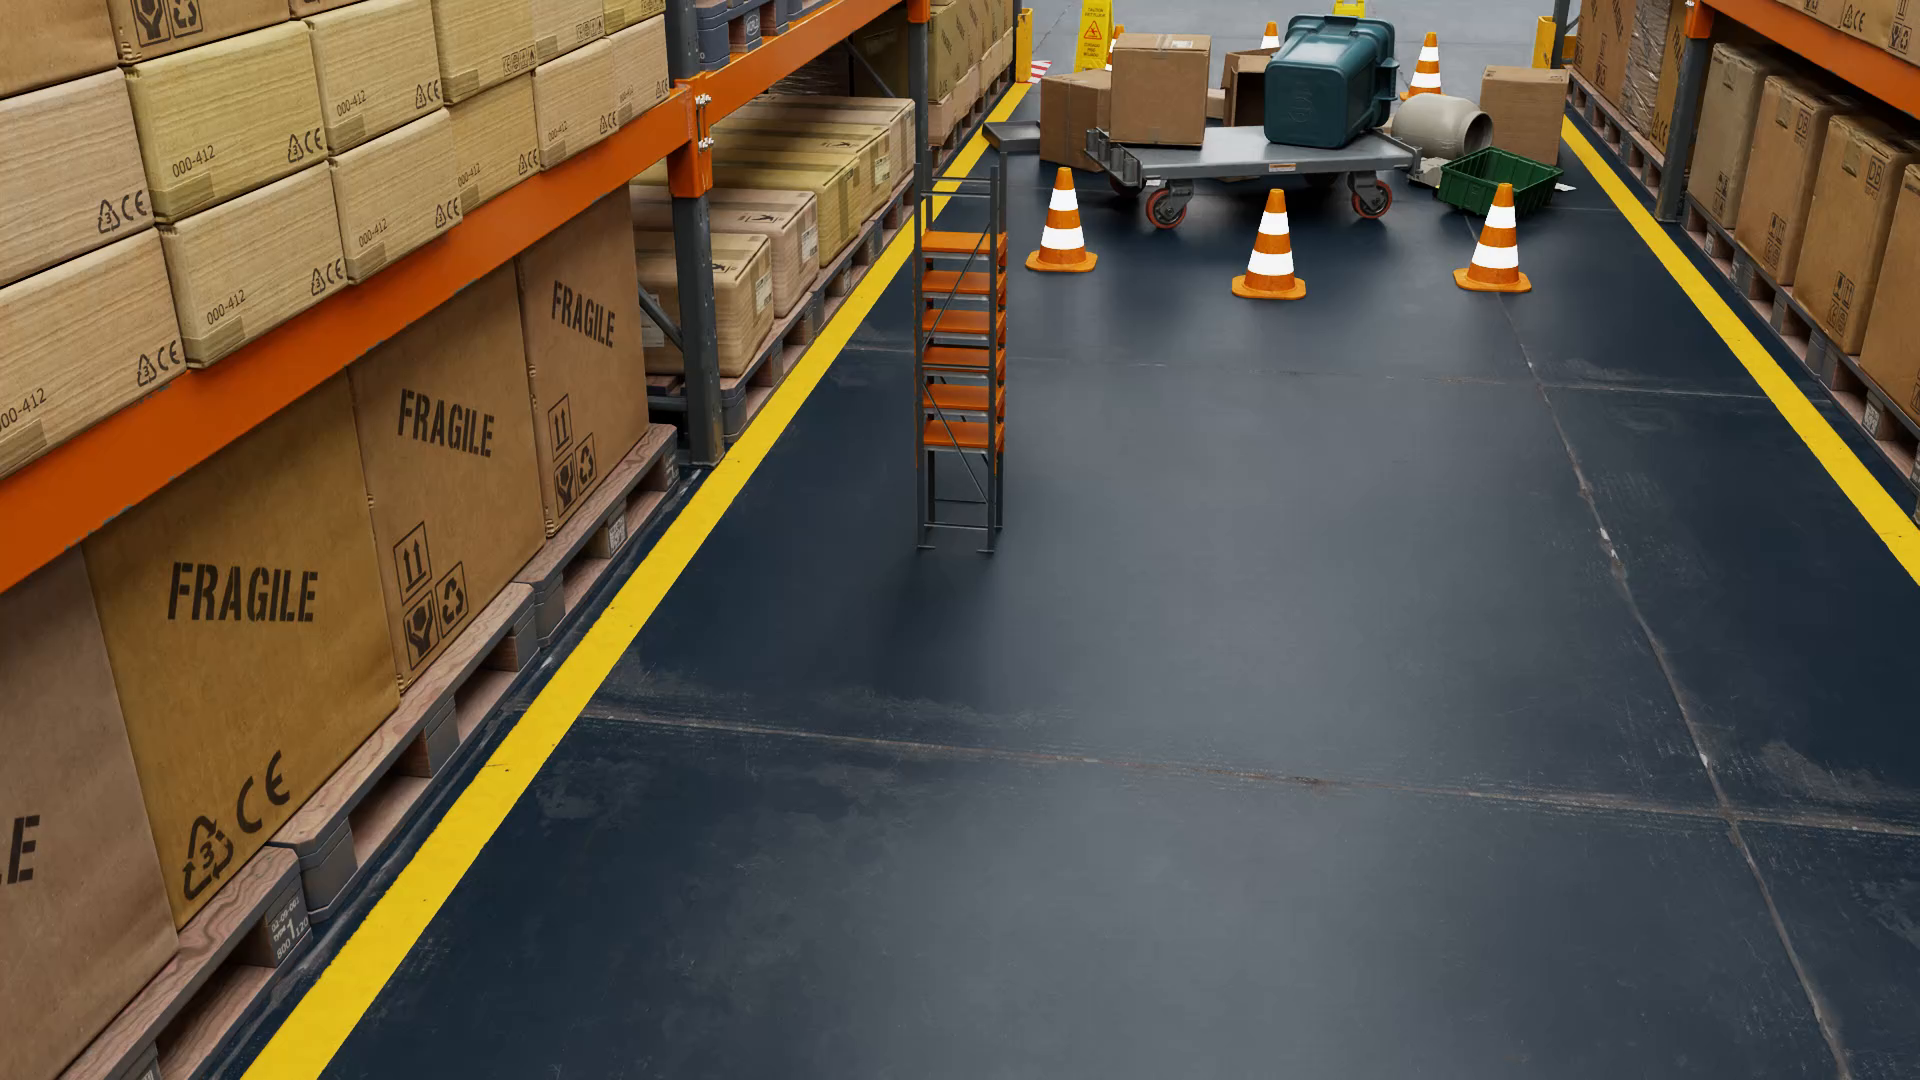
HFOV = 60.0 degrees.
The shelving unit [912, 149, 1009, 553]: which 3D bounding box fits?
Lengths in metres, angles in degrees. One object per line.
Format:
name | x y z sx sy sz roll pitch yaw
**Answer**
shelving unit | 0.002 -0.549 5.009 0.258 1.200 0.189 4 25 9

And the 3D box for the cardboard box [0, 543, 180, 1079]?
cardboard box | -1.965 0.517 2.618 0.875 0.875 0.875 5 26 10

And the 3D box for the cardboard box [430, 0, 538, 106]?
cardboard box | -1.305 -1.171 3.801 0.500 0.250 0.500 3 25 7

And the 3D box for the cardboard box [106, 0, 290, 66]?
cardboard box | -1.491 -1.077 2.715 0.500 0.500 0.500 3 25 7

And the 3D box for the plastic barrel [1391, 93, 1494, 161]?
plastic barrel | 2.892 -2.449 9.983 0.421 0.421 0.512 -20 32 -36

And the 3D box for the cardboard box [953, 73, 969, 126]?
cardboard box | -0.241 -2.733 10.299 0.500 0.250 0.500 5 26 11

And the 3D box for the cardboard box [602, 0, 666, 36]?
cardboard box | -1.162 -1.601 4.720 0.500 0.250 0.500 4 25 8

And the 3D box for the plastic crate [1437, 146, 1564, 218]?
plastic crate | 2.956 -1.951 9.130 0.450 0.188 0.662 29 36 30

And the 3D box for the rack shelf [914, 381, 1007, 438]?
rack shelf | 0.002 -0.401 5.078 0.258 0.103 0.180 4 25 9

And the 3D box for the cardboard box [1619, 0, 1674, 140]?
cardboard box | 4.536 -2.899 9.915 0.875 0.875 0.875 4 25 9

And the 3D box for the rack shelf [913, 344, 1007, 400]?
rack shelf | 0.002 -0.509 5.027 0.258 0.103 0.180 4 25 9

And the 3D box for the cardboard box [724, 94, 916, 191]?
cardboard box | -0.763 -2.117 8.838 0.950 0.372 0.625 4 25 9

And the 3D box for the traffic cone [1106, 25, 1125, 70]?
traffic cone | 1.177 -3.591 12.376 0.336 0.463 0.334 4 25 9

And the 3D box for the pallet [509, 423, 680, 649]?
pallet | -1.537 -0.076 5.163 1.003 0.211 1.213 4 25 9

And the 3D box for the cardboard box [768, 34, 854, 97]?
cardboard box | -0.848 -2.887 9.742 0.500 0.500 0.500 4 25 8

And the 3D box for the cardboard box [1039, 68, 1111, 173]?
cardboard box | 0.838 -2.559 10.124 0.500 0.500 0.500 -20 32 -36

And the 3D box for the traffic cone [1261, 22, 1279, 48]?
traffic cone | 2.327 -3.656 12.515 0.336 0.463 0.334 4 25 9

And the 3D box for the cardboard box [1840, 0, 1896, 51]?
cardboard box | 3.540 -2.032 5.936 0.500 0.500 0.500 4 25 8

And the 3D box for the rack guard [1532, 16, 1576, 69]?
rack guard | 4.878 -3.586 12.322 1.175 0.500 0.348 4 25 9

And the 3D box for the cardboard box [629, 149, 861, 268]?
cardboard box | -0.989 -1.525 7.573 0.950 0.372 0.625 5 26 10

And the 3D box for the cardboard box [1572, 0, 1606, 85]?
cardboard box | 4.828 -3.648 11.516 0.875 0.875 0.875 4 25 9

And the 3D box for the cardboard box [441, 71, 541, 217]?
cardboard box | -1.326 -0.941 3.900 0.500 0.250 0.500 4 25 8

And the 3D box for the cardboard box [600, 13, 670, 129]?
cardboard box | -1.160 -1.366 4.806 0.500 0.250 0.500 3 25 7

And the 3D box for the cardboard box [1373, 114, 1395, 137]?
cardboard box | 2.684 -2.644 10.585 0.396 0.266 0.258 8 26 18

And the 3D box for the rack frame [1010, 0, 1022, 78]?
rack frame | -0.026 -5.009 12.413 1.000 3.000 0.127 4 25 9

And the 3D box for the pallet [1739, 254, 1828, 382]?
pallet | 3.972 -0.933 6.994 1.003 0.211 1.213 4 25 9

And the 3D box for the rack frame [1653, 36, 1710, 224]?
rack frame | 4.220 -3.035 8.196 1.000 3.000 0.127 4 25 9

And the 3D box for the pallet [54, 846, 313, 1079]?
pallet | -1.935 0.945 2.982 1.003 0.211 1.213 4 25 9

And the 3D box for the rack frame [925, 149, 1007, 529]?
rack frame | 0.017 -0.588 5.090 0.240 1.200 0.006 4 25 9

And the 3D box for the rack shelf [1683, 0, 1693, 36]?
rack shelf | 4.547 -3.546 10.136 1.077 0.370 4.000 4 25 9

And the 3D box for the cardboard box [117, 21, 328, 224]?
cardboard box | -1.471 -0.742 2.885 0.500 0.250 0.500 4 25 9

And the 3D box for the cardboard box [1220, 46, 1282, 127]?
cardboard box | 2.185 -2.968 10.998 0.797 0.503 0.637 -14 29 -27

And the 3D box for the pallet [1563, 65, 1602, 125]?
pallet | 4.821 -3.105 11.636 1.003 0.211 1.213 4 25 9

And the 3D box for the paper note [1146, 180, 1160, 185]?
paper note | 1.090 -2.095 9.689 0.148 0.019 0.142 4 25 9

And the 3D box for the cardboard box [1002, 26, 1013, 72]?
cardboard box | 0.104 -3.587 12.123 0.500 0.250 0.500 4 25 8

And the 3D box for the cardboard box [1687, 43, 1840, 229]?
cardboard box | 4.208 -1.941 8.016 1.050 0.750 0.750 4 25 8

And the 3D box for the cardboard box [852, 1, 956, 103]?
cardboard box | -0.317 -2.849 9.661 0.500 0.500 0.500 5 26 11

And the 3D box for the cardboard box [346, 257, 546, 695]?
cardboard box | -1.678 -0.235 4.225 0.875 0.875 0.875 4 25 9

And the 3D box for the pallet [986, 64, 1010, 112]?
pallet | -0.206 -3.377 12.216 1.003 0.211 1.213 4 25 9

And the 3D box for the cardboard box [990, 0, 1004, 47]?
cardboard box | 0.019 -3.722 11.527 0.500 0.500 0.500 5 26 10

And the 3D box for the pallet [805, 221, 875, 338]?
pallet | -1.002 -1.236 7.641 1.003 0.211 1.213 4 25 9

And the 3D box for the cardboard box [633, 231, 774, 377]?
cardboard box | -1.231 -0.899 6.236 0.950 0.372 0.625 2 25 5

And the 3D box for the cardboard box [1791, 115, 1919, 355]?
cardboard box | 3.895 -1.148 6.323 1.050 0.750 0.750 4 25 9

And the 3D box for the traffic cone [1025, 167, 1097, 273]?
traffic cone | 0.499 -1.571 8.061 0.336 0.463 0.334 4 25 9

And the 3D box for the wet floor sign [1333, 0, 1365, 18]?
wet floor sign | 2.925 -3.791 12.589 0.267 0.644 0.232 0 25 -1

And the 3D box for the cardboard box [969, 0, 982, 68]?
cardboard box | -0.155 -3.290 10.604 0.500 0.500 0.500 5 26 11

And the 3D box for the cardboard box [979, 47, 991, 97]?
cardboard box | -0.065 -3.162 11.215 0.500 0.250 0.500 3 25 7

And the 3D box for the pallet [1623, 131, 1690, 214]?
pallet | 4.422 -2.085 9.455 1.003 0.211 1.213 4 25 9

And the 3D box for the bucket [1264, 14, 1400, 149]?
bucket | 1.968 -2.458 9.031 0.726 0.611 0.620 13 38 26

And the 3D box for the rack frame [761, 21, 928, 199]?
rack frame | -0.680 -3.336 8.839 1.000 3.000 0.127 4 25 9

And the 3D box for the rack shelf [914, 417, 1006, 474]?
rack shelf | 0.002 -0.292 5.129 0.258 0.103 0.180 4 25 9

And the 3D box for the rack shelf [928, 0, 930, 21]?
rack shelf | -0.353 -3.847 10.778 1.077 0.370 4.000 4 25 9

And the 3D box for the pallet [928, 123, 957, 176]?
pallet | -0.605 -2.356 10.035 1.003 0.211 1.213 4 25 9

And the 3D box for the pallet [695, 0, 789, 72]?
pallet | -1.322 -1.882 5.958 1.213 0.211 1.003 4 25 9

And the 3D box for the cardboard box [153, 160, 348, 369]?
cardboard box | -1.472 -0.518 2.995 0.500 0.250 0.500 4 25 8

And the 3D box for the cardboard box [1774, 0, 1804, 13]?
cardboard box | 3.703 -2.459 6.848 0.500 0.500 0.500 4 25 8

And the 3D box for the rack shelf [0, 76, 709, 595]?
rack shelf | -1.660 -0.501 3.630 1.077 0.370 4.000 4 25 9

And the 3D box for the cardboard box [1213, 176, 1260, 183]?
cardboard box | 1.571 -2.290 9.829 0.258 0.266 0.396 -14 29 -27
